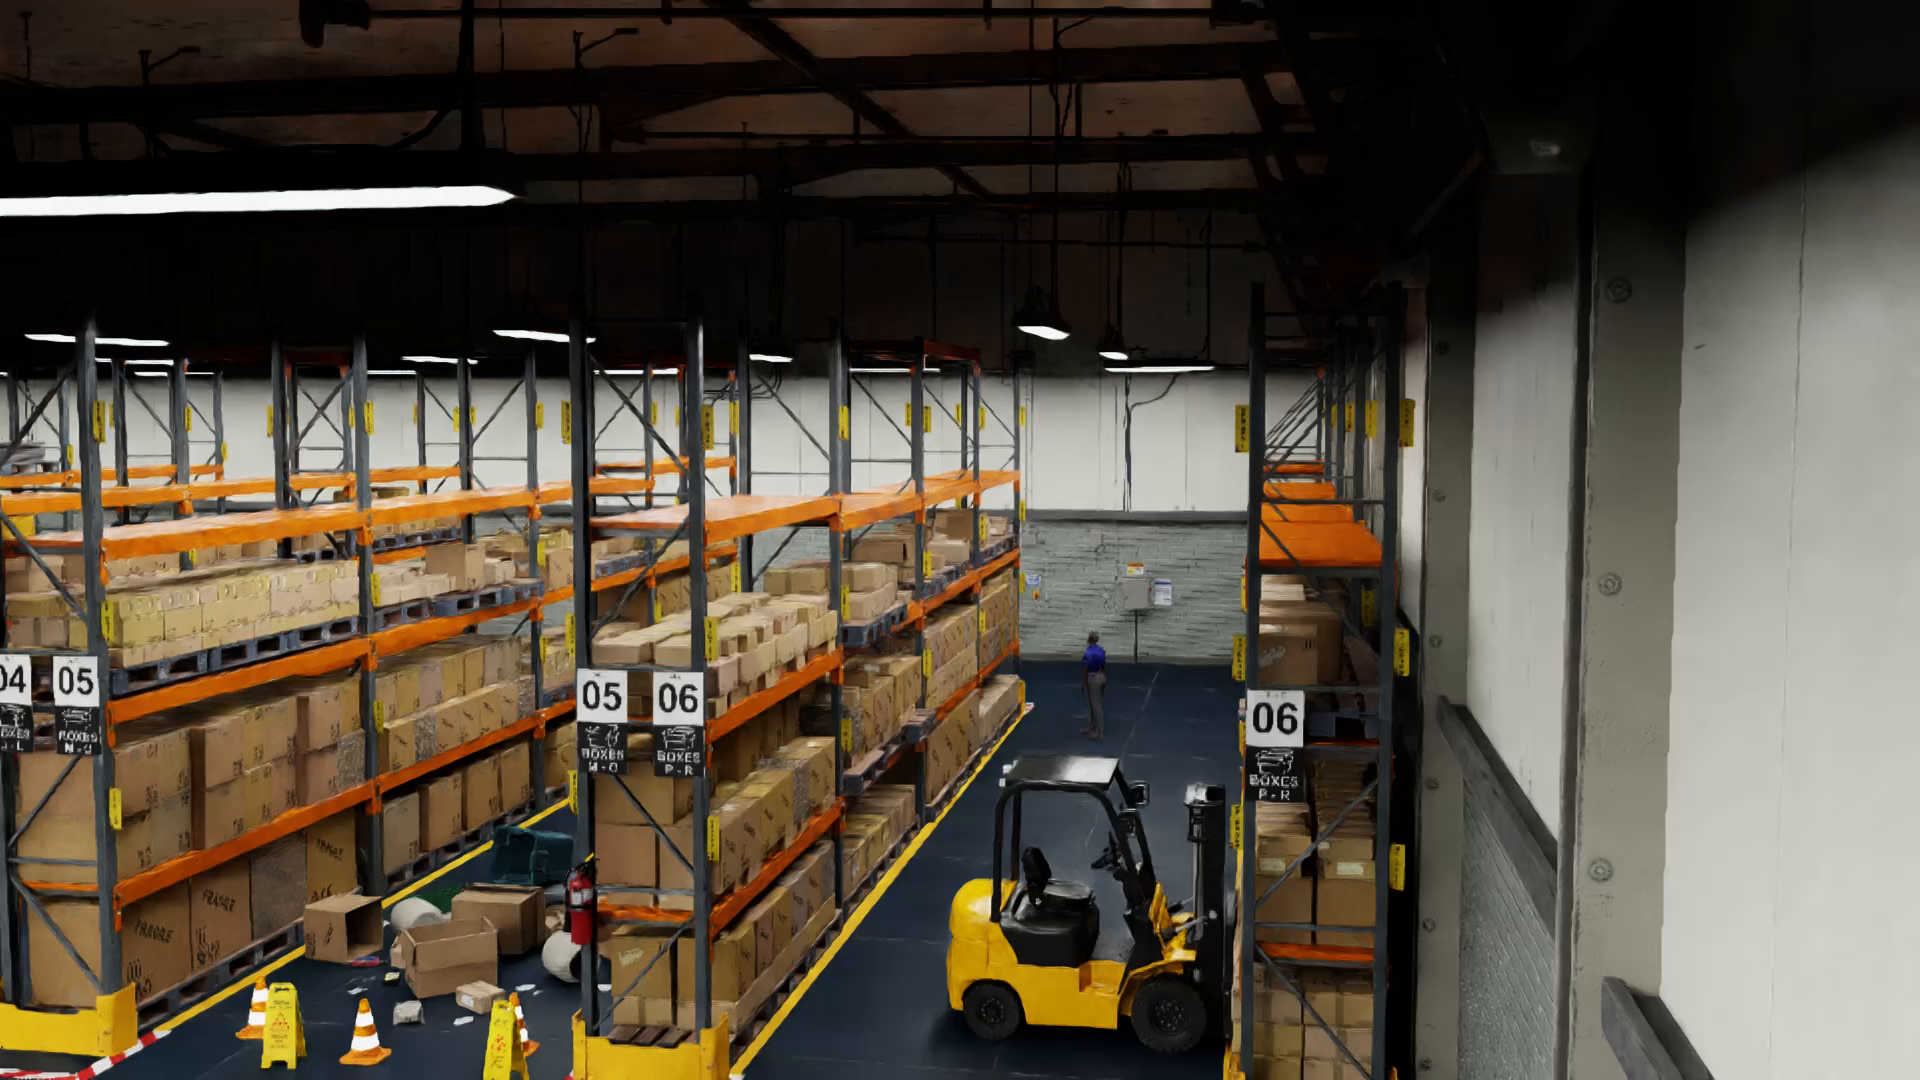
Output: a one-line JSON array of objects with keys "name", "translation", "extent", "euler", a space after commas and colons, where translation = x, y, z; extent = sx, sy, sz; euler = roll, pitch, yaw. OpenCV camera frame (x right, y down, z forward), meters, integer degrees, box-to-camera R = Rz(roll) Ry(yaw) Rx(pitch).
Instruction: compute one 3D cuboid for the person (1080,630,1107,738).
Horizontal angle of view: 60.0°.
[{"name": "person", "translation": [2.077, 2.232, 26.044], "extent": [0.560, 1.651, 0.587], "euler": [3, 6, 34]}]
